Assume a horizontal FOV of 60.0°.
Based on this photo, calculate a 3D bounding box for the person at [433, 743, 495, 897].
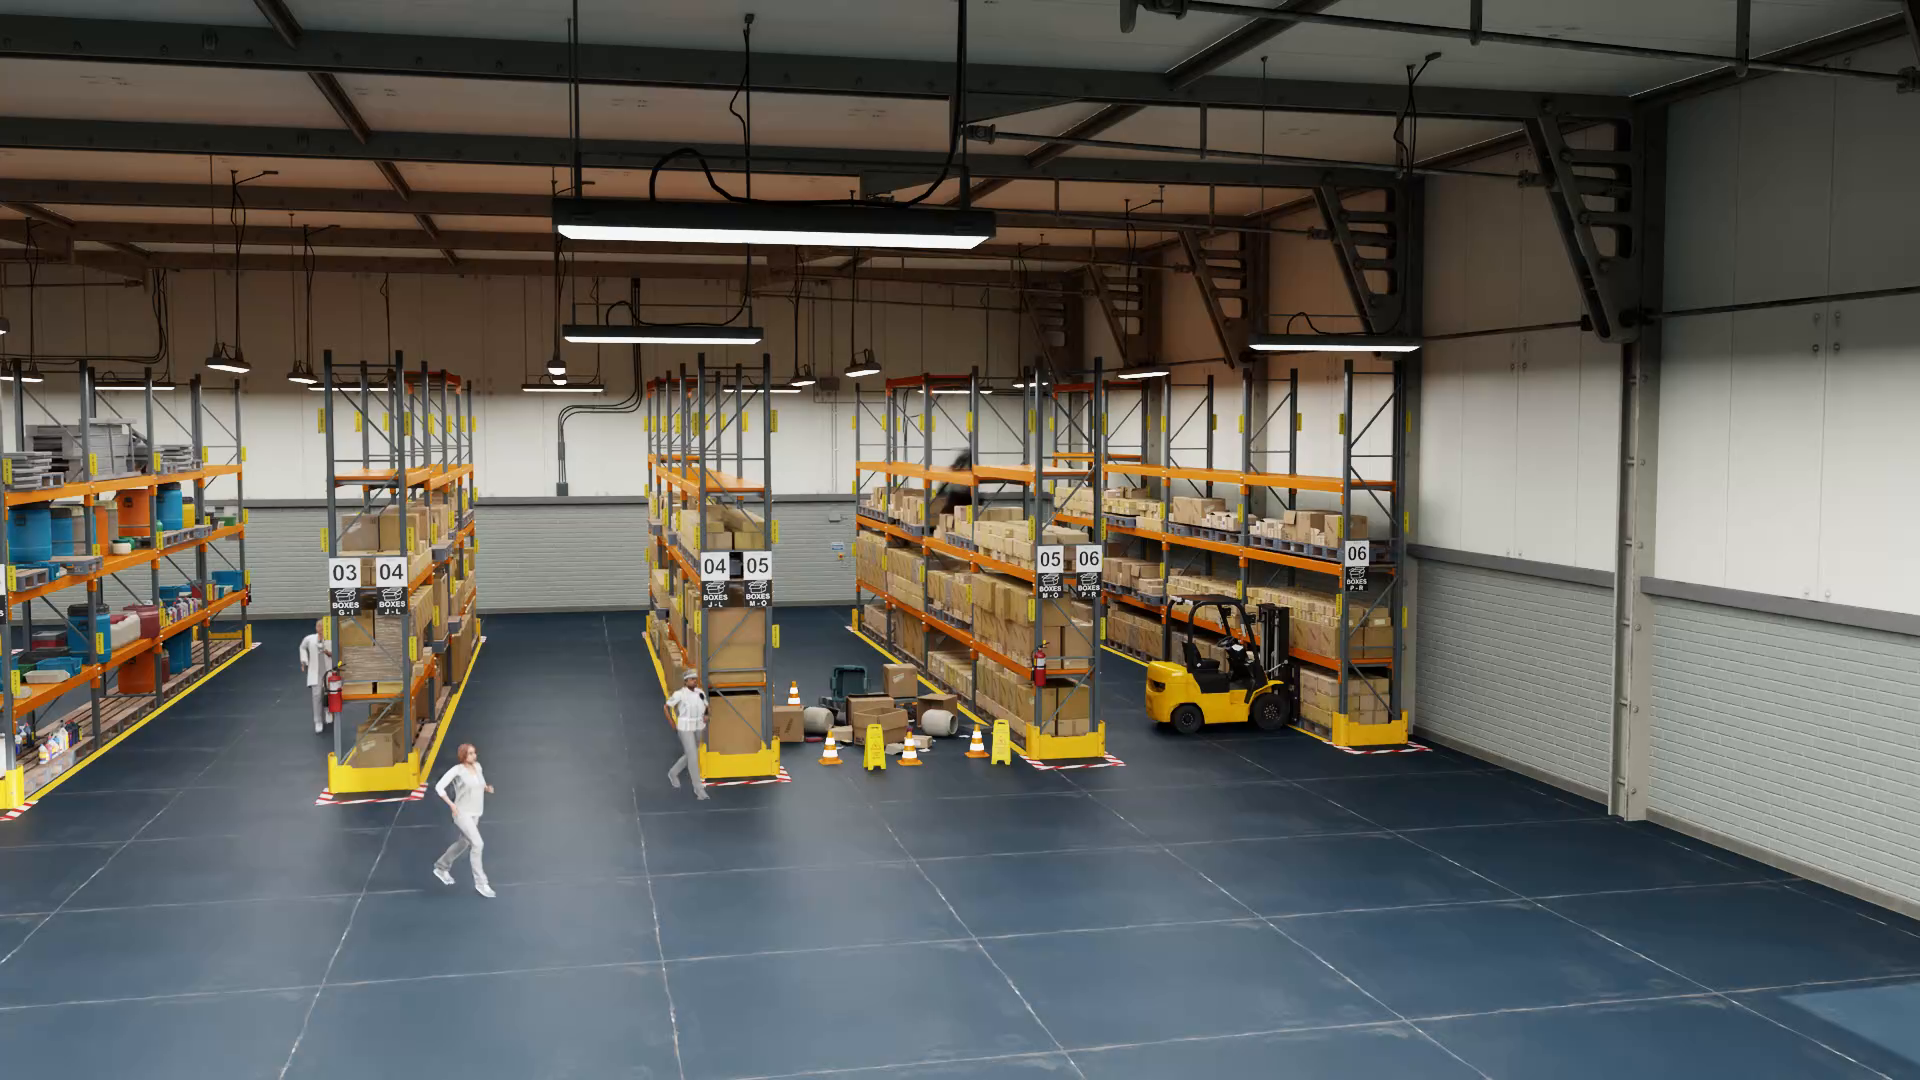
[{"bbox_3d":[-5.289,2.966,17.781,0.792,1.629,0.519,1,4,20],"label":"person"}]

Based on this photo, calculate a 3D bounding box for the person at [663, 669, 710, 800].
[{"bbox_3d":[-3.649,2.597,22.493,0.897,1.721,0.614,3,5,39],"label":"person"}]

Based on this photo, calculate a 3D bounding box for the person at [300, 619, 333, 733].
[{"bbox_3d":[-10.448,2.187,27.262,0.695,1.781,1.034,-1,4,-20],"label":"person"}]
